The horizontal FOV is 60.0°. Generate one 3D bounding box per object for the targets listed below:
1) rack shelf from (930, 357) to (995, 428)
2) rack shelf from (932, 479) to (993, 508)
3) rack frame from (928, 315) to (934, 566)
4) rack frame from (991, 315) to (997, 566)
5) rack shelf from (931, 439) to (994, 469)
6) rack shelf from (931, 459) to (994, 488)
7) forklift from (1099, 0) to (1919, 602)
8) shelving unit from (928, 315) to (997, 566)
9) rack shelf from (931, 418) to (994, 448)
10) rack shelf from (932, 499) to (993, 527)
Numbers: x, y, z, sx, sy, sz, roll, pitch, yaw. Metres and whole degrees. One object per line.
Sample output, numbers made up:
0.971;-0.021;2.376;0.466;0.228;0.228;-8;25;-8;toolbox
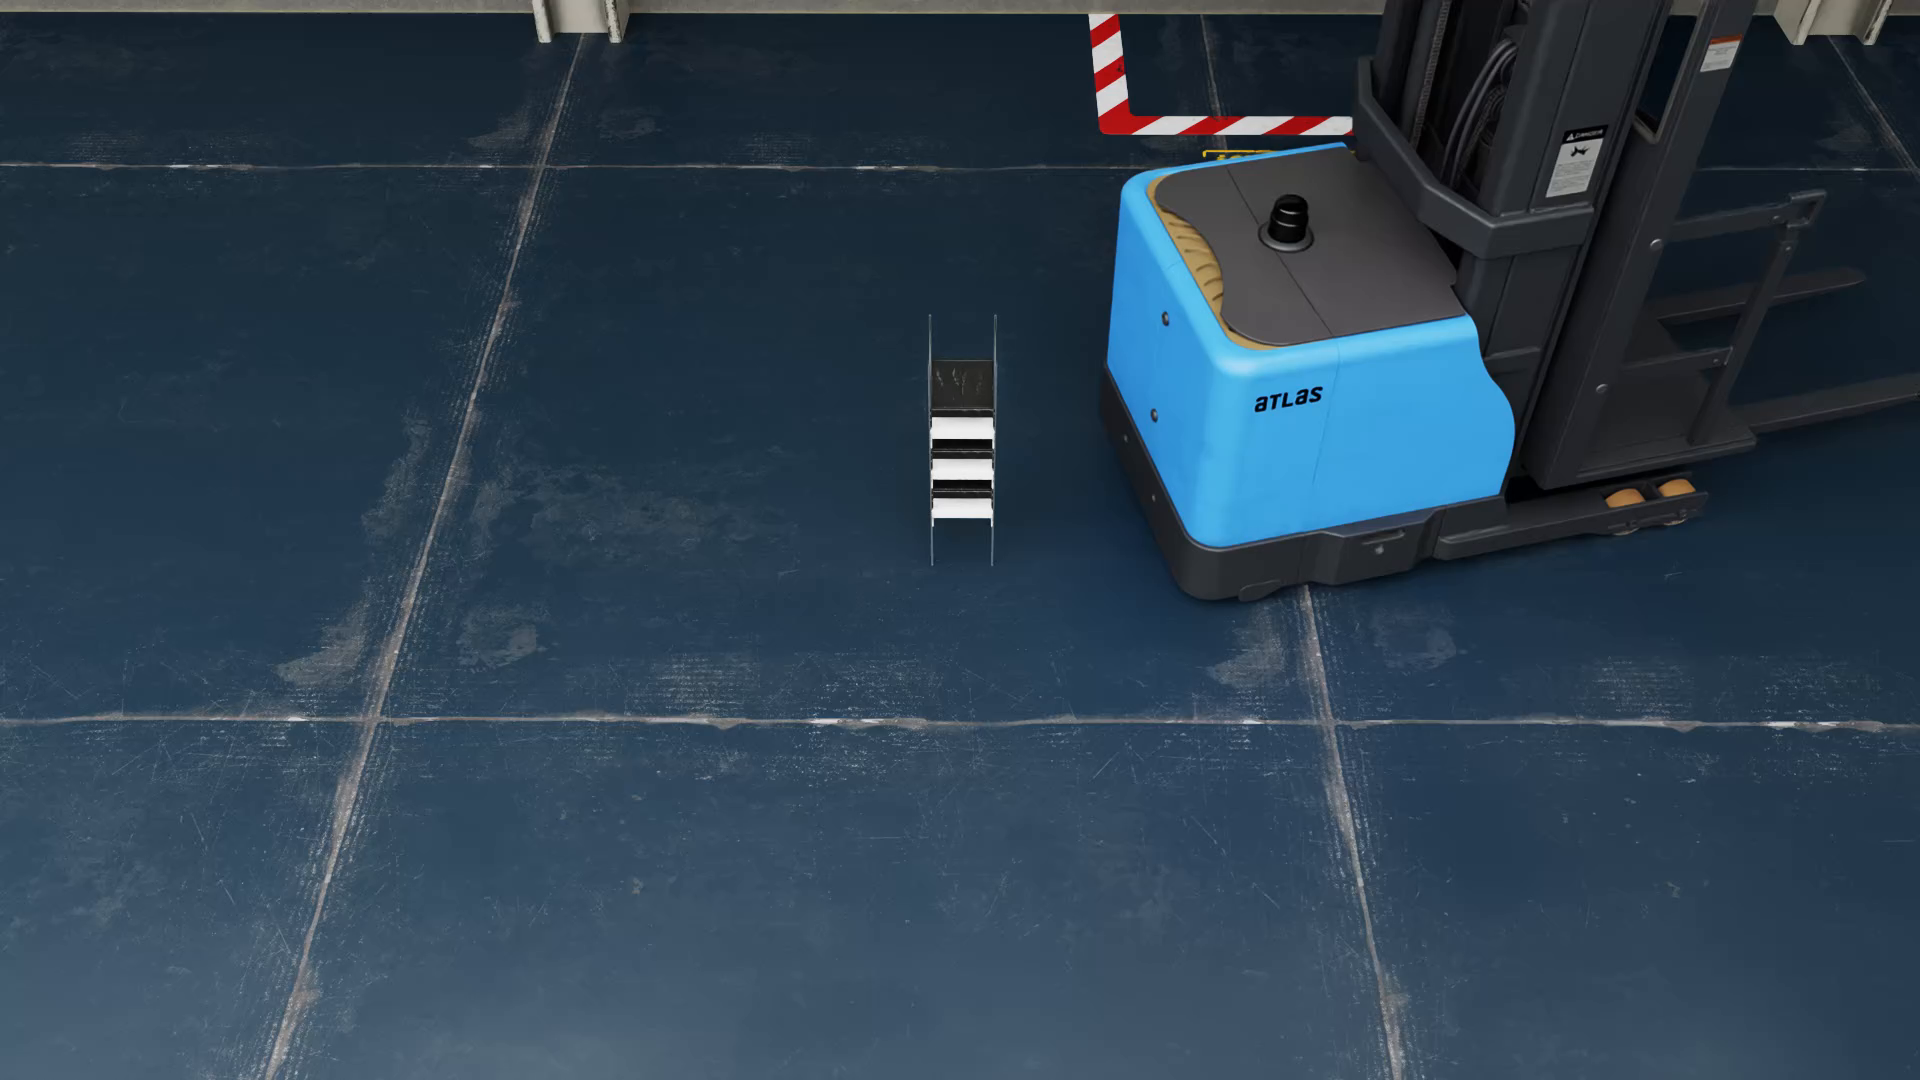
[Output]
0.008;-0.468;5.247;0.200;0.077;0.258;0;47;0;rack shelf
0.008;-0.223;5.511;0.200;0.077;0.258;0;47;0;rack shelf
-0.094;-0.307;5.421;0.006;0.900;0.240;0;47;0;rack frame
0.110;-0.306;5.420;0.006;0.900;0.240;0;47;0;rack frame
0.008;-0.345;5.379;0.200;0.077;0.258;0;47;0;rack shelf
0.008;-0.284;5.445;0.200;0.077;0.258;0;47;0;rack shelf
2.083;-1.381;5.033;3.031;2.935;1.130;-11;48;-10;forklift
0.008;-0.307;5.421;0.210;0.900;0.258;0;47;0;shelving unit
0.008;-0.406;5.313;0.200;0.077;0.258;0;47;0;rack shelf
0.008;-0.161;5.577;0.200;0.077;0.258;0;47;0;rack shelf
